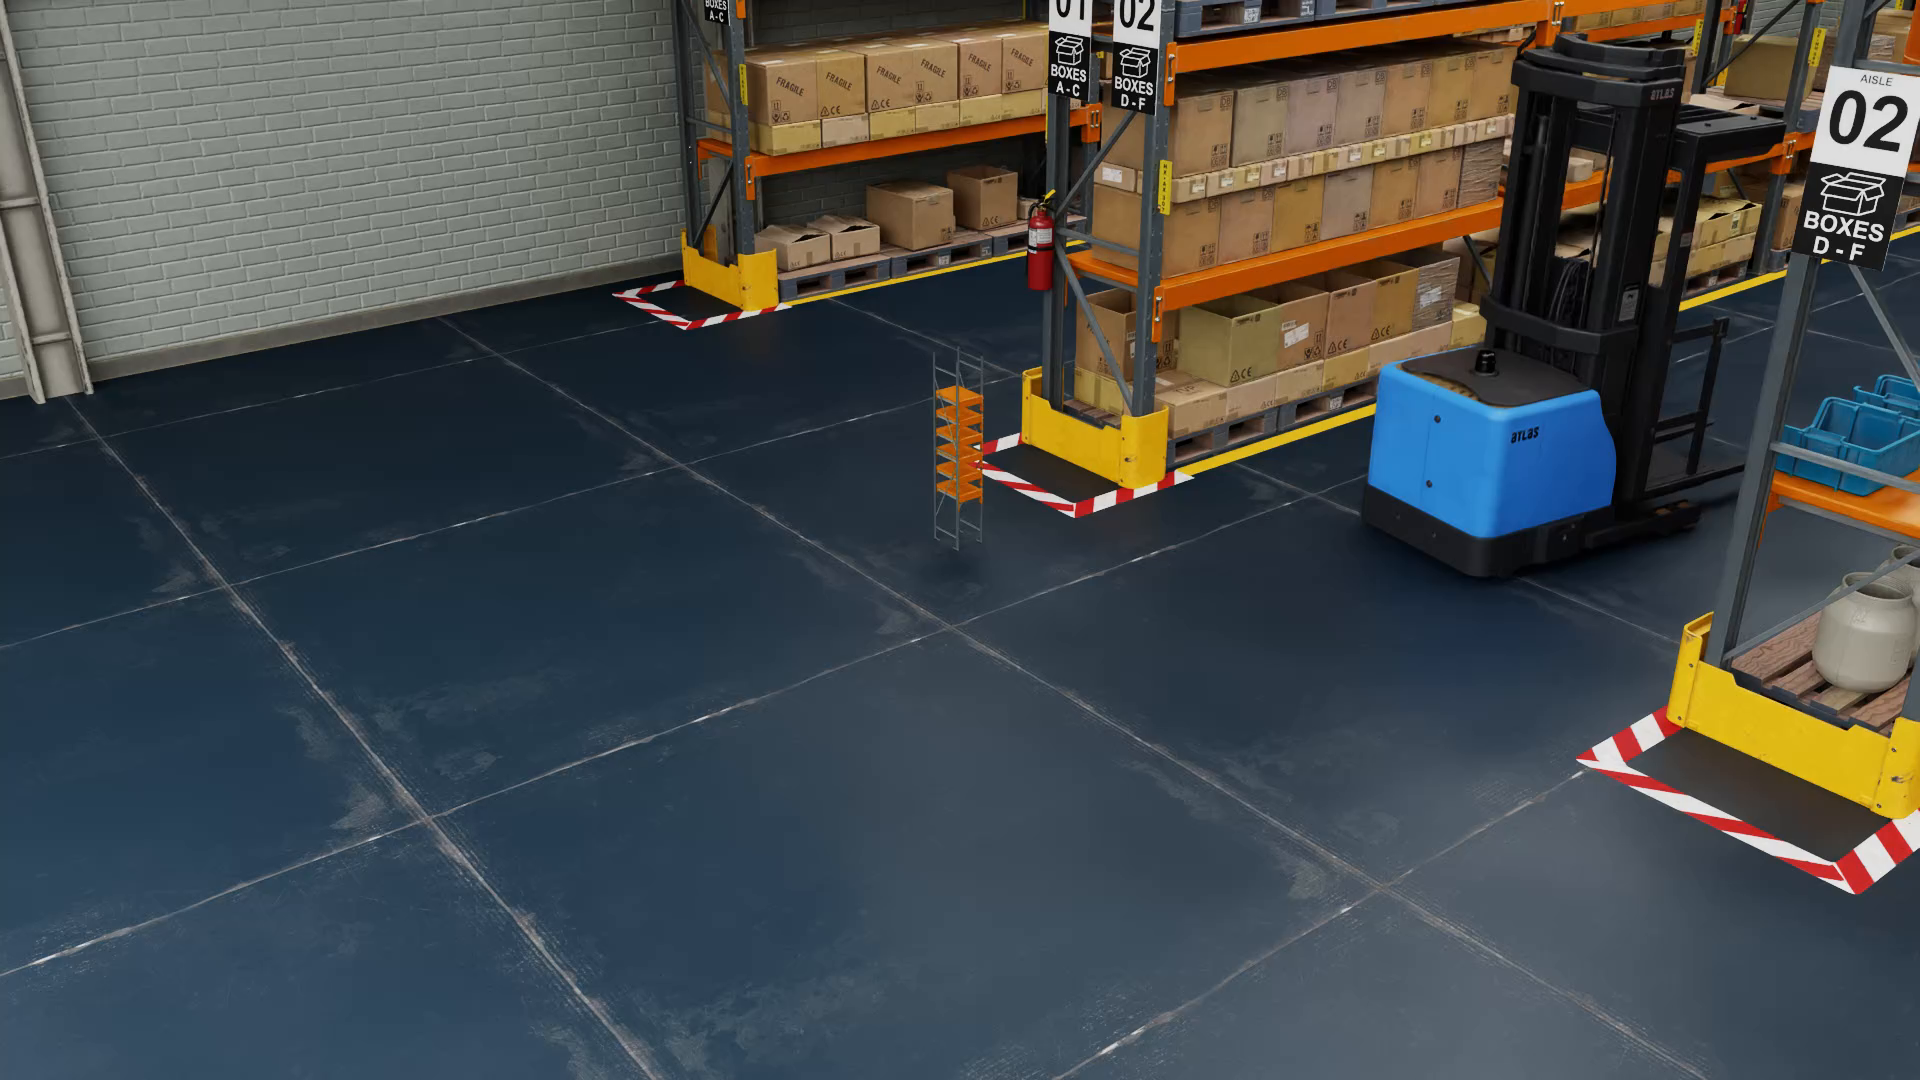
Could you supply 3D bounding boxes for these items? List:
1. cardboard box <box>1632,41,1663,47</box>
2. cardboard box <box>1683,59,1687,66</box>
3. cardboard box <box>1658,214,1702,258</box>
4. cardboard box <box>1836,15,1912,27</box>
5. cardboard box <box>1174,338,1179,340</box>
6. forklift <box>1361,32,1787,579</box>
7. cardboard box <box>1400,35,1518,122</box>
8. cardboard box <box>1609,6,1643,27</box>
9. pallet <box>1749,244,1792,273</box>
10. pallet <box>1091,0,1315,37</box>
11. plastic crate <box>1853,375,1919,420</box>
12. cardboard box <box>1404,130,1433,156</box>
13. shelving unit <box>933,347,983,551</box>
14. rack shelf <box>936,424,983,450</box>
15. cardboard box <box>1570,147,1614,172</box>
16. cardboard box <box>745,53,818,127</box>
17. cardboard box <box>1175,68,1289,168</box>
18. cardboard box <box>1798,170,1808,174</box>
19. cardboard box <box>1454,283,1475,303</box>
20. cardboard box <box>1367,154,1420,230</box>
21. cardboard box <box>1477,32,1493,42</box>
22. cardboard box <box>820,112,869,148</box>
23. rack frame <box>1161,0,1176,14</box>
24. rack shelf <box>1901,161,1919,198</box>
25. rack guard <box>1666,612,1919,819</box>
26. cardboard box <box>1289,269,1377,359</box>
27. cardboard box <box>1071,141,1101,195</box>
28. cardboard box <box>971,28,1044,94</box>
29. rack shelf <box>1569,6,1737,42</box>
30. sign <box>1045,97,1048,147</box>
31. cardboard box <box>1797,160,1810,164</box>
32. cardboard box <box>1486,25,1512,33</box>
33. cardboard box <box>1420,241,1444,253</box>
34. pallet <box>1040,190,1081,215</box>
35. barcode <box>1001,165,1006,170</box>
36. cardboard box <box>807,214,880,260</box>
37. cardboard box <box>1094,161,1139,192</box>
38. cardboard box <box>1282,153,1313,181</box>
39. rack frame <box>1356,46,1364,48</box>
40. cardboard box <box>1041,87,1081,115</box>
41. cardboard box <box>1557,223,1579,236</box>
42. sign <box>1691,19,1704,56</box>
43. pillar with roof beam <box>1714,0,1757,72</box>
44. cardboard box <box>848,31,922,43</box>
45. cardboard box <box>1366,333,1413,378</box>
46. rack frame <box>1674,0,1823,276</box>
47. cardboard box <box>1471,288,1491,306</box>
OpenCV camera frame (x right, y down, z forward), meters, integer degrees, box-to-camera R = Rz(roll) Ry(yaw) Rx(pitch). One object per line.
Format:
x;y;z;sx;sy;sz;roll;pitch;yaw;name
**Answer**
9.543;-6.829;23.101;0.250;0.149;0.380;-18;30;-34;cardboard box
9.572;-6.438;23.029;0.500;0.500;0.700;-18;31;-34;cardboard box
6.155;-2.721;14.650;0.500;0.311;0.500;-18;31;-34;cardboard box
9.354;-5.034;16.916;0.500;0.500;0.700;-13;28;-26;cardboard box
1.942;-1.375;12.416;0.500;0.250;0.500;-18;31;-34;cardboard box
4.043;-1.537;10.081;3.031;2.935;1.130;-13;28;-26;forklift
3.726;-3.485;12.537;0.500;0.500;0.700;-18;30;-34;cardboard box
8.322;-7.146;21.729;0.700;0.700;0.980;-19;31;-35;cardboard box
7.830;-2.924;16.301;1.213;0.211;1.003;-18;31;-34;pallet
1.496;-3.425;10.609;1.213;0.211;1.003;-18;31;-34;pallet
4.701;-0.616;8.192;0.408;0.251;0.499;-18;31;-34;plastic crate
3.188;-2.903;12.053;0.250;0.149;0.380;-18;31;-34;cardboard box
-0.011;-0.540;9.989;0.189;1.200;0.258;-18;31;-34;shelving unit
-0.011;-0.609;9.957;0.180;0.103;0.258;-18;31;-34;rack shelf
5.101;-3.345;13.776;0.500;0.500;0.500;-16;29;-30;cardboard box
-1.575;-3.875;14.301;0.500;0.500;0.500;-18;31;-34;cardboard box
1.751;-2.833;11.131;0.500;0.500;0.700;-19;31;-35;cardboard box
8.560;-3.364;16.381;0.500;0.500;0.500;-19;31;-35;cardboard box
4.219;-2.116;14.013;0.500;0.250;0.500;-19;31;-35;cardboard box
2.918;-2.629;12.232;0.500;0.500;0.700;-18;30;-33;cardboard box
6.189;-6.085;20.073;0.250;0.149;0.380;-19;31;-35;cardboard box
-1.156;-3.672;14.753;0.500;0.250;0.500;-19;31;-36;cardboard box
0.924;-4.651;9.582;0.127;3.000;1.000;-18;31;-34;rack frame
5.551;-1.842;7.947;4.000;0.370;1.077;-18;31;-34;rack shelf
4.008;0.811;7.909;0.348;0.500;1.175;-18;31;-34;rack guard
2.665;-1.668;12.157;0.500;0.500;0.500;-18;31;-34;cardboard box
1.581;-3.871;17.475;0.500;0.500;0.700;-17;30;-32;cardboard box
0.442;-4.533;15.718;0.500;0.500;0.500;-18;31;-34;cardboard box
8.881;-6.880;22.366;4.000;0.370;1.077;-18;31;-34;rack shelf
0.600;-2.746;10.946;0.005;0.325;0.100;-18;31;-34;sign
8.627;-3.667;17.035;0.500;0.500;0.500;-20;31;-36;cardboard box
6.304;-6.409;20.001;0.500;0.500;0.500;-18;30;-34;cardboard box
3.514;-2.236;13.380;0.500;0.500;0.500;-18;31;-34;cardboard box
1.624;-3.547;17.641;1.213;0.211;1.003;-18;31;-34;pallet
0.439;-3.759;16.853;0.075;0.075;0.001;-18;31;-34;barcode
-1.087;-2.848;15.494;0.500;0.311;0.500;-15;29;-30;cardboard box
1.107;-2.432;11.037;0.250;0.149;0.380;-19;31;-35;cardboard box
2.177;-2.569;11.332;0.250;0.149;0.380;-19;31;-36;cardboard box
4.160;-5.648;18.856;0.127;3.000;1.000;-18;31;-34;rack frame
0.826;-4.326;16.163;0.500;0.250;0.500;-18;30;-34;cardboard box
5.013;-2.633;14.461;0.500;0.311;0.500;-18;31;-34;cardboard box
6.877;-4.674;15.478;0.005;0.325;0.100;-18;31;-34;sign
14.702;-10.009;21.127;0.400;9.000;9.100;-18;31;-34;pillar with roof beam
-0.693;-4.438;15.513;0.500;0.500;0.500;-18;30;-33;cardboard box
3.058;-1.458;12.595;0.500;0.250;0.500;-18;31;-34;cardboard box
7.219;-4.008;15.323;0.127;3.000;1.000;-18;31;-34;rack frame
4.542;-1.935;13.623;0.500;0.250;0.500;-19;31;-35;cardboard box
